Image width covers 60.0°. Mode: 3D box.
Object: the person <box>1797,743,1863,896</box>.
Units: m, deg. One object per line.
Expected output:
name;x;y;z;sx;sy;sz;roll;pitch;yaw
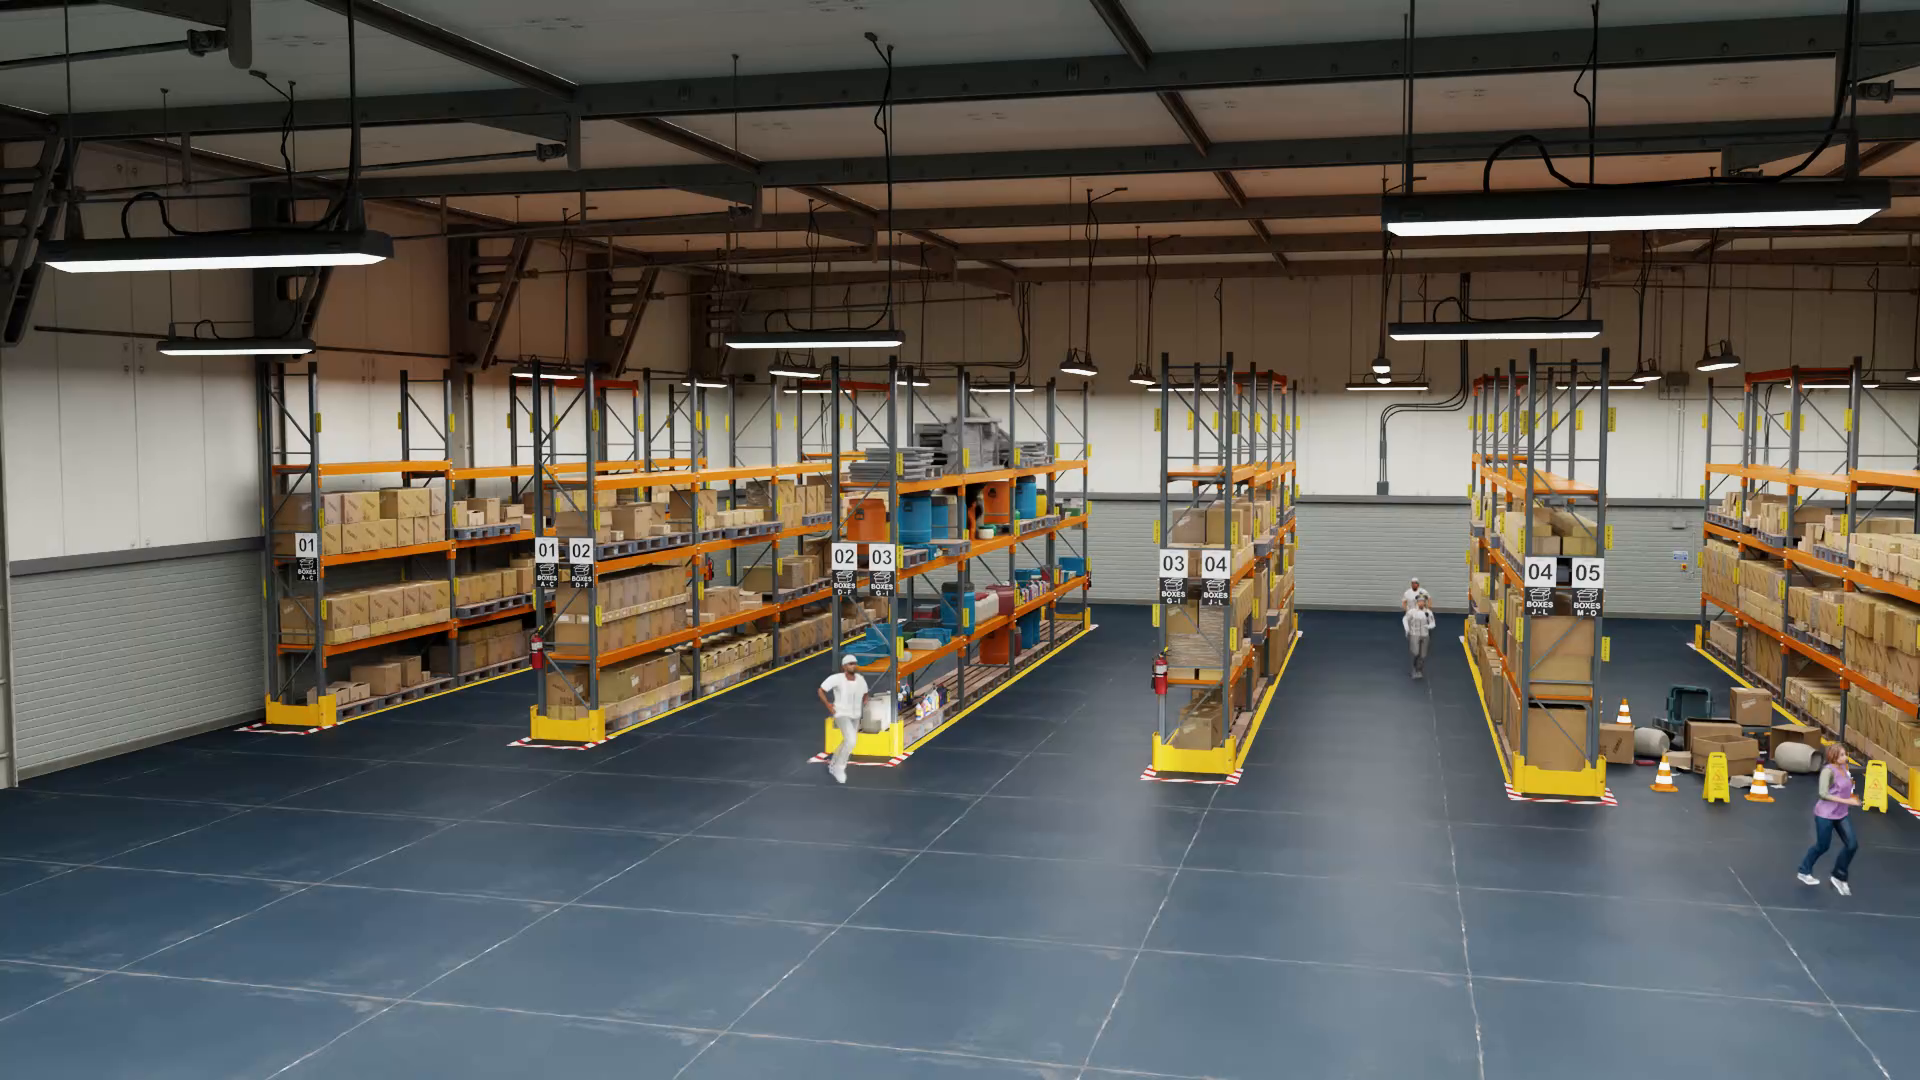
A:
person;9.283;2.975;17.681;0.560;1.656;0.696;-2;5;-28

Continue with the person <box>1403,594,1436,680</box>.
person;8.931;1.882;32.294;0.583;1.673;0.634;0;4;7

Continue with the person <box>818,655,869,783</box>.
person;-1.567;2.492;23.324;0.728;1.788;0.636;-3;5;-41

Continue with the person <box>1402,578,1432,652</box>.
person;10.000;1.642;36.443;0.625;1.638;0.621;1;4;19
